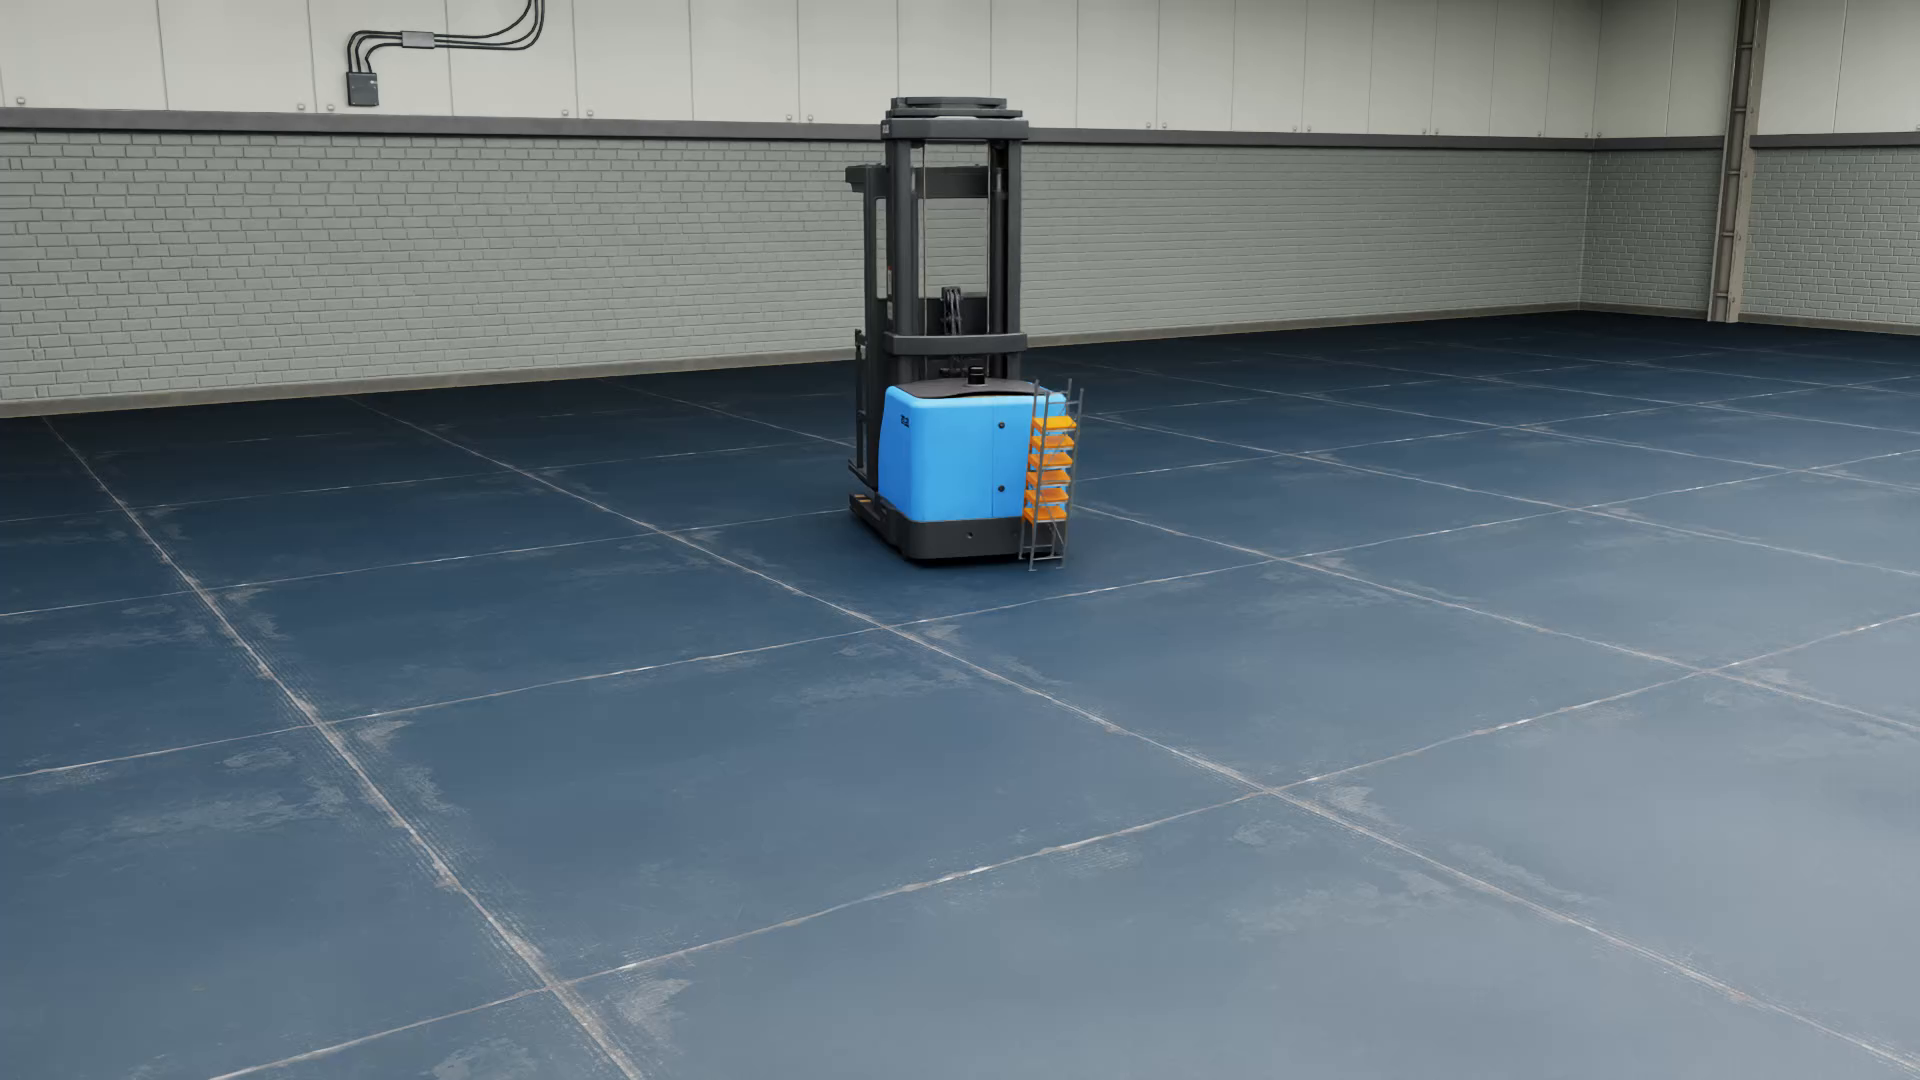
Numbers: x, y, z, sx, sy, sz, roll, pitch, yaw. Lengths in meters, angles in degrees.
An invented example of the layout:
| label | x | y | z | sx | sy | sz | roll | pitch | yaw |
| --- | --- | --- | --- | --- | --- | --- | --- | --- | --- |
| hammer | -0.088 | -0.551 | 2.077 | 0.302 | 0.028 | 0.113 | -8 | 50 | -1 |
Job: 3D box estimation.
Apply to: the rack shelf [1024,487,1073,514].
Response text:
| label | x | y | z | sx | sy | sz | roll | pitch | yaw |
| --- | --- | --- | --- | --- | --- | --- | --- | --- | --- |
| rack shelf | 0.548 | -0.245 | 10.393 | 0.258 | 0.103 | 0.180 | -4 | 25 | -19 |

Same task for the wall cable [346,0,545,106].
| label | x | y | z | sx | sy | sz | roll | pitch | yaw |
| --- | --- | --- | --- | --- | --- | --- | --- | --- | --- |
| wall cable | -5.777 | -7.875 | 18.349 | 2.305 | 6.003 | 0.169 | -8 | 15 | -33 |

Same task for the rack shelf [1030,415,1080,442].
| label | x | y | z | sx | sy | sz | roll | pitch | yaw |
| --- | --- | --- | --- | --- | --- | --- | --- | --- | --- |
| rack shelf | 0.582 | -0.683 | 10.198 | 0.258 | 0.103 | 0.180 | -4 | 25 | -19 |

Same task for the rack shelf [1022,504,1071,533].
| label | x | y | z | sx | sy | sz | roll | pitch | yaw |
| --- | --- | --- | --- | --- | --- | --- | --- | --- | --- |
| rack shelf | 0.539 | -0.136 | 10.441 | 0.258 | 0.103 | 0.180 | -4 | 25 | -19 |

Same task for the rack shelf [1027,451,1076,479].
| label | x | y | z | sx | sy | sz | roll | pitch | yaw |
| --- | --- | --- | --- | --- | --- | --- | --- | --- | --- |
| rack shelf | 0.565 | -0.464 | 10.296 | 0.258 | 0.103 | 0.180 | -4 | 25 | -19 |

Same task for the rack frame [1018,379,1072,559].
| label | x | y | z | sx | sy | sz | roll | pitch | yaw |
| --- | --- | --- | --- | --- | --- | --- | --- | --- | --- |
| rack frame | 0.530 | -0.432 | 10.404 | 0.240 | 1.200 | 0.006 | -4 | 25 | -19 |

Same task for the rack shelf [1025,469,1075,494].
| label | x | y | z | sx | sy | sz | roll | pitch | yaw |
| --- | --- | --- | --- | --- | --- | --- | --- | --- | --- |
| rack shelf | 0.557 | -0.355 | 10.344 | 0.258 | 0.103 | 0.180 | -4 | 25 | -19 |

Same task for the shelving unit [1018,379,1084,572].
| label | x | y | z | sx | sy | sz | roll | pitch | yaw |
| --- | --- | --- | --- | --- | --- | --- | --- | --- | --- |
| shelving unit | 0.560 | -0.395 | 10.326 | 0.258 | 1.200 | 0.189 | -4 | 25 | -19 |

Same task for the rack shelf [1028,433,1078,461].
| label | x | y | z | sx | sy | sz | roll | pitch | yaw |
| --- | --- | --- | --- | --- | --- | --- | --- | --- | --- |
| rack shelf | 0.574 | -0.573 | 10.247 | 0.258 | 0.103 | 0.180 | -4 | 25 | -19 |

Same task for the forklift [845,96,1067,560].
| label | x | y | z | sx | sy | sz | roll | pitch | yaw |
| --- | --- | --- | --- | --- | --- | --- | --- | --- | --- |
| forklift | -0.179 | -1.577 | 11.714 | 1.130 | 2.935 | 3.031 | -3 | 13 | -14 |

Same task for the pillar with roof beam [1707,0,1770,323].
| label | x | y | z | sx | sy | sz | roll | pitch | yaw |
| --- | --- | --- | --- | --- | --- | --- | --- | --- | --- |
| pillar with roof beam | 9.482 | -7.631 | 25.194 | 9.100 | 9.000 | 0.400 | -8 | 15 | -33 |

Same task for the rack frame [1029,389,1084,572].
| label | x | y | z | sx | sy | sz | roll | pitch | yaw |
| --- | --- | --- | --- | --- | --- | --- | --- | --- | --- |
| rack frame | 0.590 | -0.358 | 10.248 | 0.240 | 1.200 | 0.006 | -4 | 25 | -19 |
